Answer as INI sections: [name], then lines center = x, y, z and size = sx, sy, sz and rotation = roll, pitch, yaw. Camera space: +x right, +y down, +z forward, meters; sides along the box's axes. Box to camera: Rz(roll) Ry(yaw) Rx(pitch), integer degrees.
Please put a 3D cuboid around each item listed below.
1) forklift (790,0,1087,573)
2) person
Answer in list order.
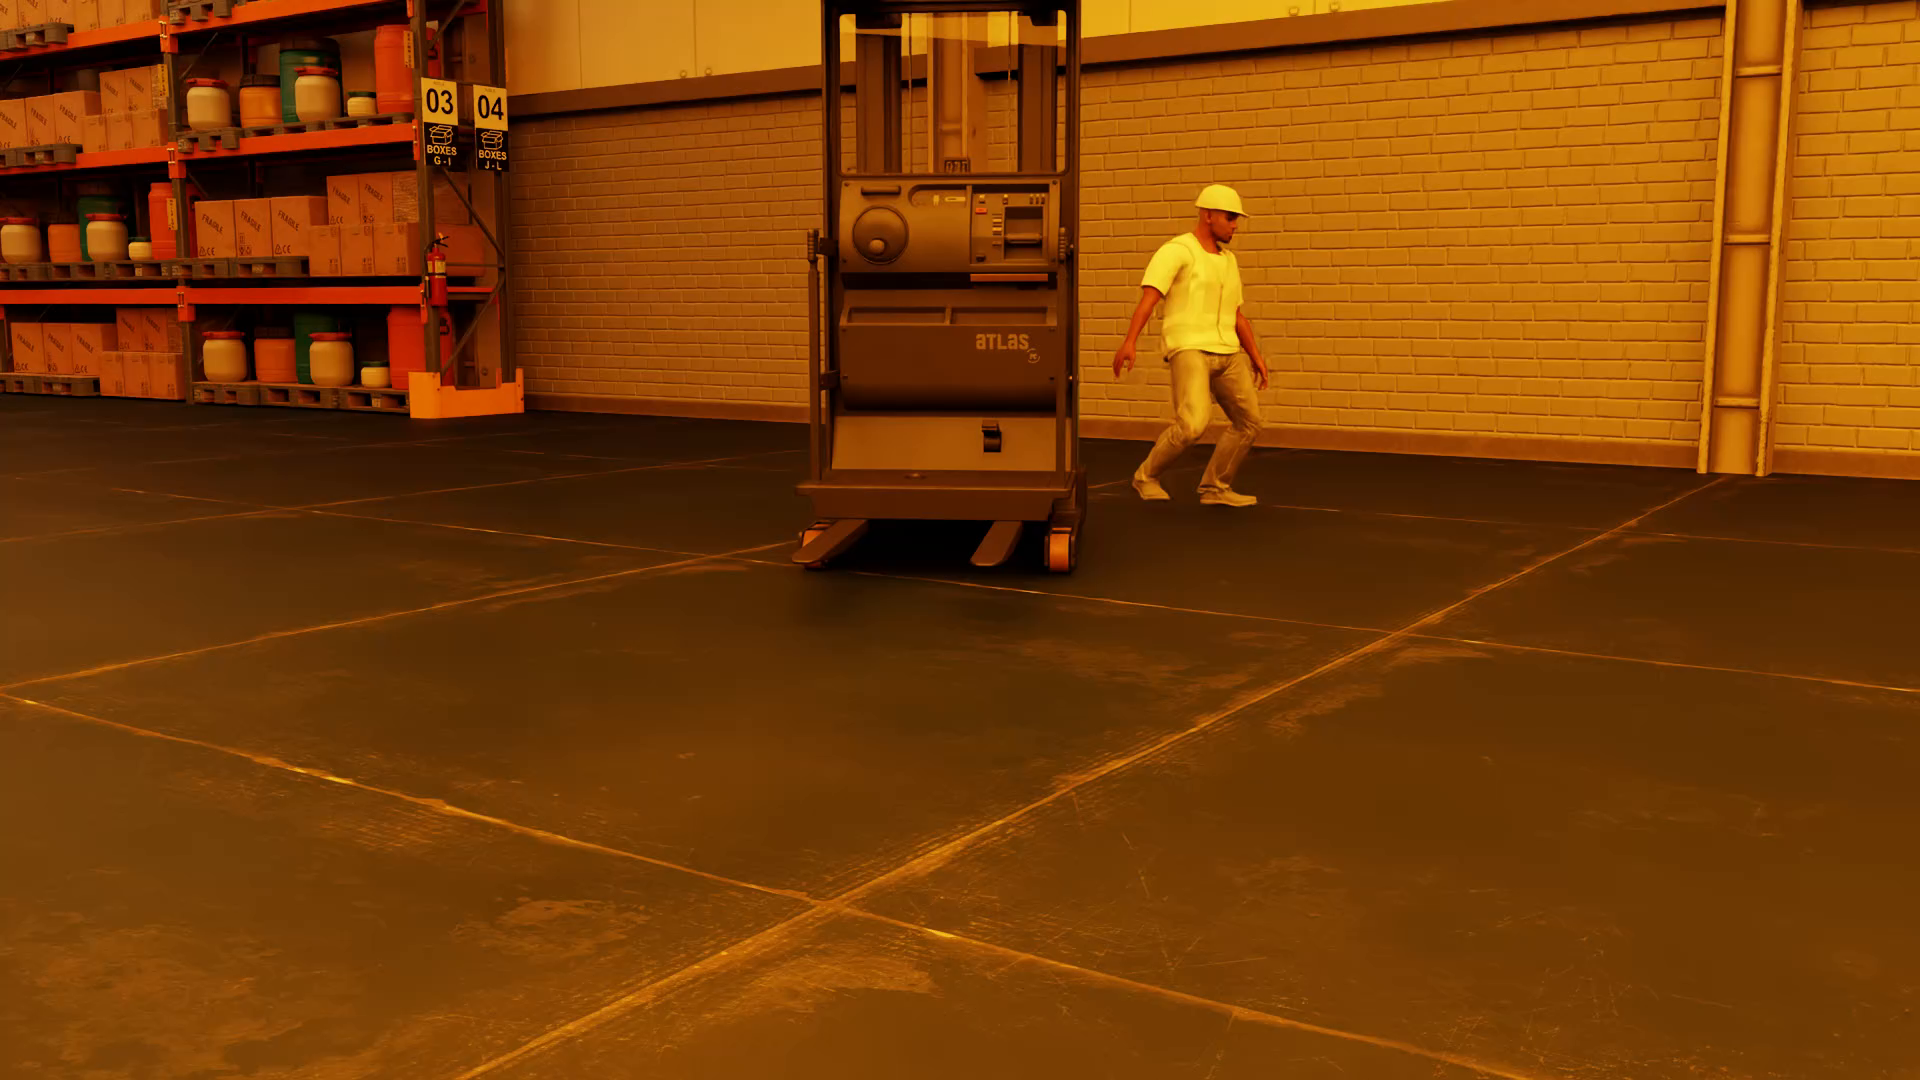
[forklift]
center = -0.064, -1.366, 6.796
size = 1.130, 2.935, 3.031
rotation = 1, 8, 6
[person]
center = 1.219, -0.981, 8.575
size = 0.945, 1.678, 0.493
rotation = -6, 10, -35
